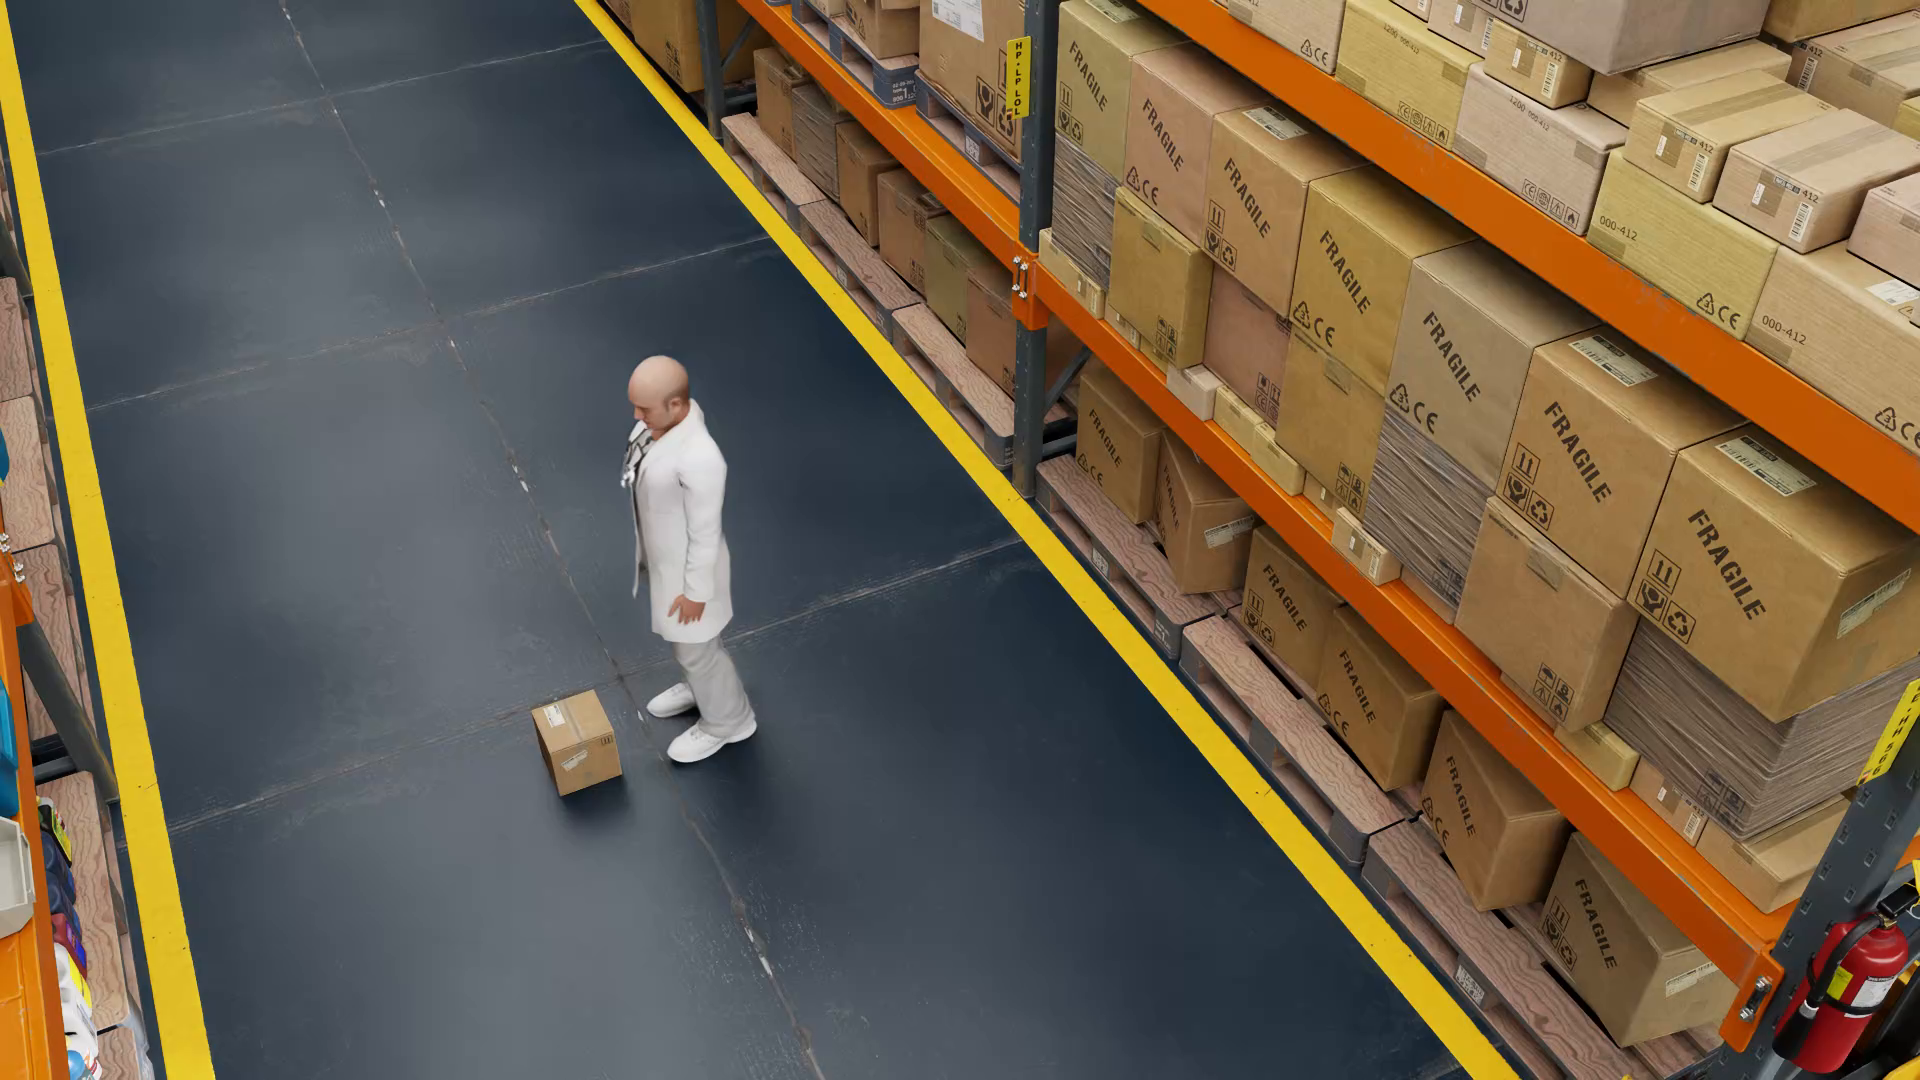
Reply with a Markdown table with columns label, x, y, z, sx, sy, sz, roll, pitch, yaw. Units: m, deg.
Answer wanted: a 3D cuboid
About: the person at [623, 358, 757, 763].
| label | x | y | z | sx | sy | sz | roll | pitch | yaw |
| --- | --- | --- | --- | --- | --- | --- | --- | --- | --- |
| person | -1.021 | 0.081 | 6.089 | 0.378 | 1.770 | 0.565 | -18 | 44 | -20 |
